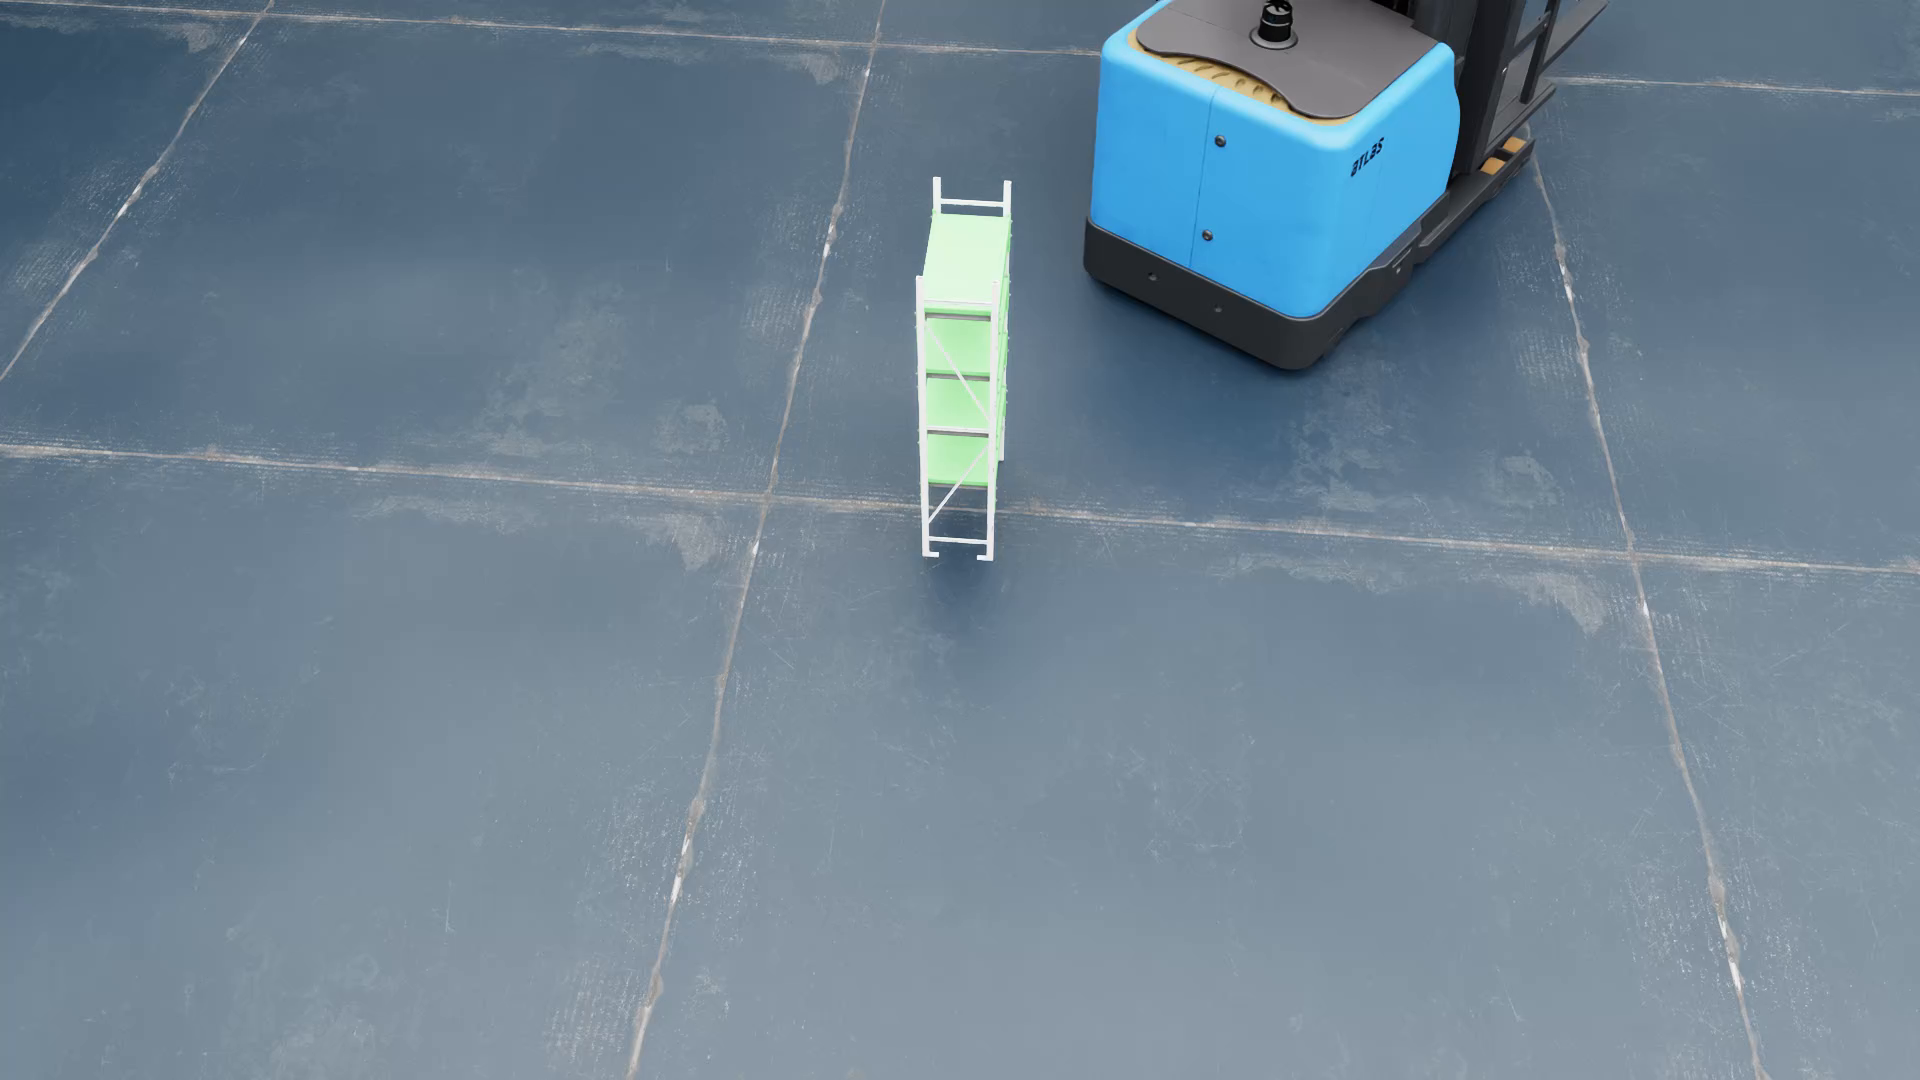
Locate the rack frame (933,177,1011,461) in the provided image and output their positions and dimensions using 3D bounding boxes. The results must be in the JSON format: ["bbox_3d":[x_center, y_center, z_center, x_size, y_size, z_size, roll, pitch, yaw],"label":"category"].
[{"bbox_3d":[0.037,-0.706,5.583,0.240,1.200,0.015,4,48,4],"label":"rack frame"}]

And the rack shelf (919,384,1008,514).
[{"bbox_3d":[0.015,-0.321,5.643,0.258,0.148,0.480,4,48,4],"label":"rack shelf"}]

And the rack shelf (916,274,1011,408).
[{"bbox_3d":[0.015,-0.645,5.289,0.258,0.148,0.480,4,48,4],"label":"rack shelf"}]

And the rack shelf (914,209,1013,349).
[{"bbox_3d":[0.015,-0.807,5.111,0.258,0.148,0.480,4,48,4],"label":"rack shelf"}]

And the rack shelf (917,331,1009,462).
[{"bbox_3d":[0.015,-0.483,5.466,0.258,0.148,0.480,4,48,4],"label":"rack shelf"}]

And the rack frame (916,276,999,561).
[{"bbox_3d":[-0.007,-0.347,5.255,0.240,1.200,0.015,4,48,4],"label":"rack frame"}]

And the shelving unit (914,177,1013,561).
[{"bbox_3d":[0.015,-0.527,5.419,0.258,1.200,0.503,4,48,4],"label":"shelving unit"}]

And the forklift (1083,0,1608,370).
[{"bbox_3d":[1.812,-2.658,6.194,1.130,2.935,3.031,31,55,25],"label":"forklift"}]
